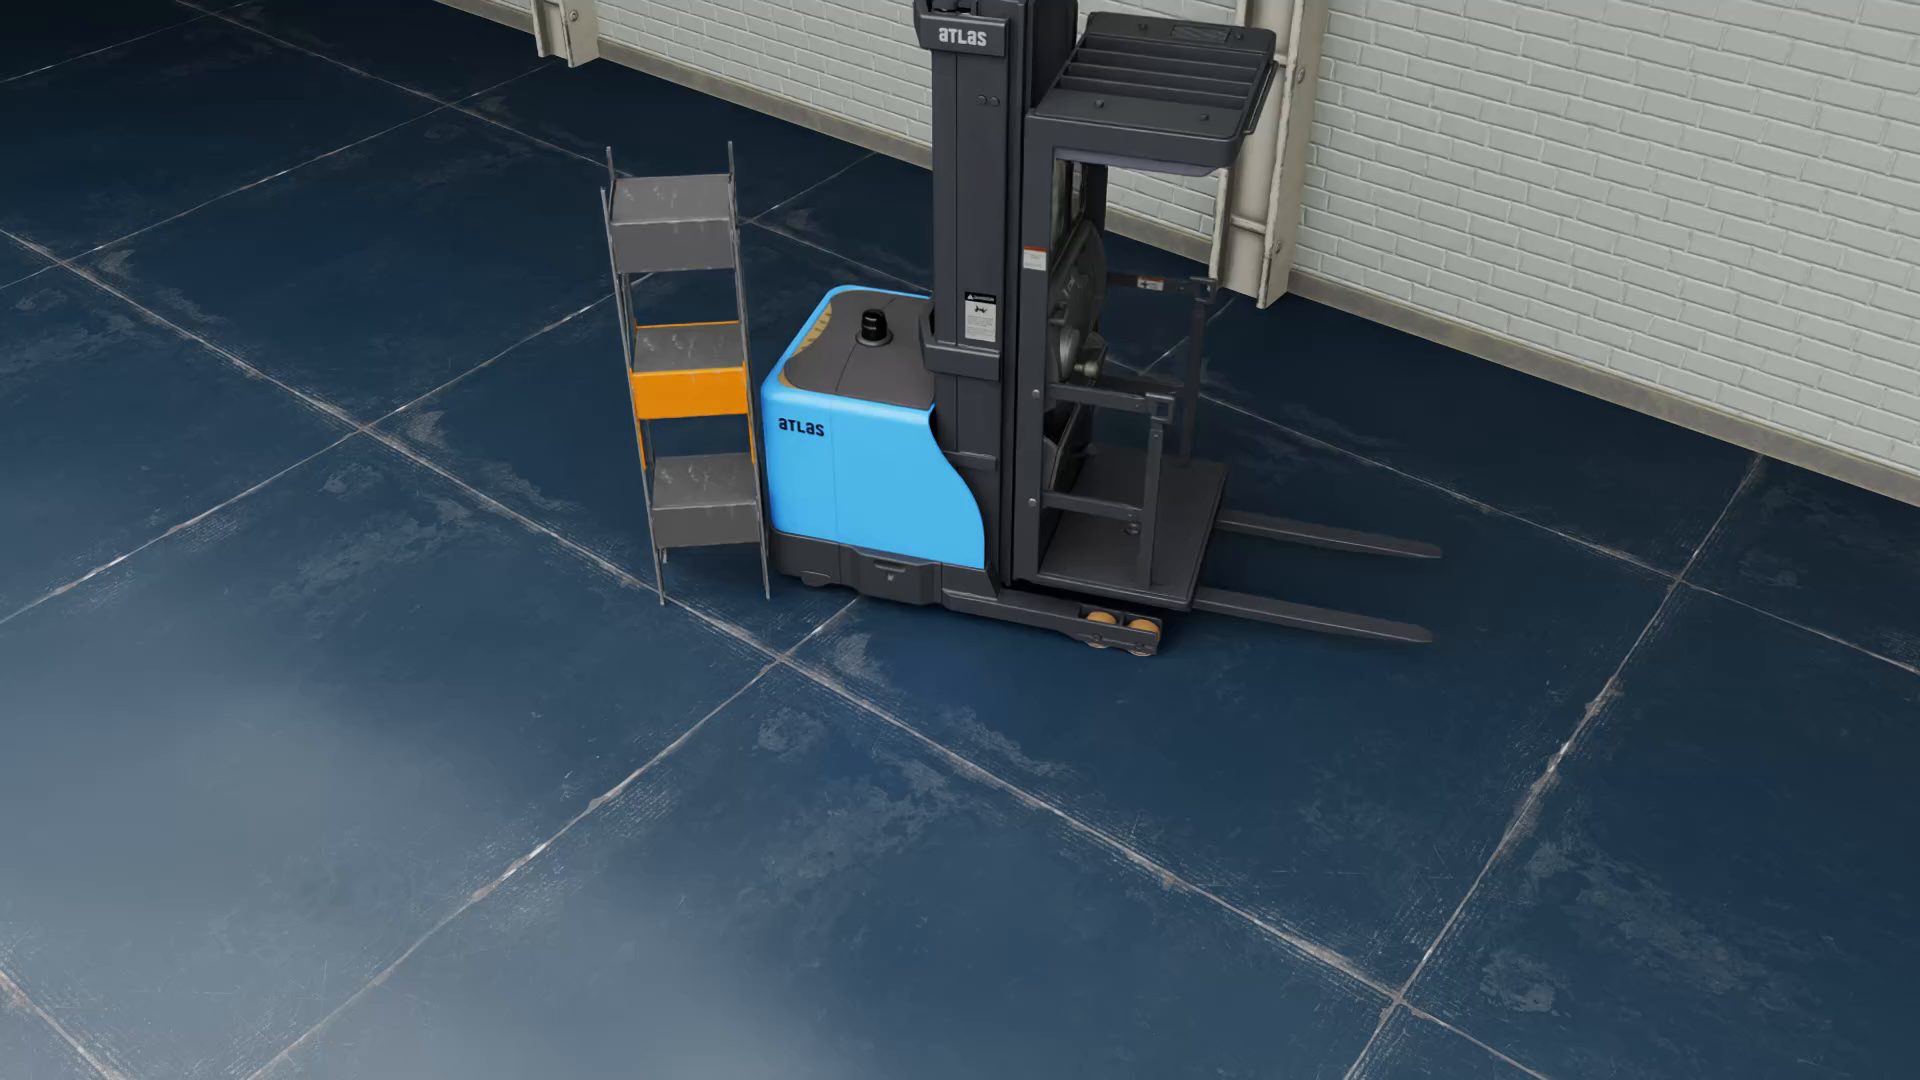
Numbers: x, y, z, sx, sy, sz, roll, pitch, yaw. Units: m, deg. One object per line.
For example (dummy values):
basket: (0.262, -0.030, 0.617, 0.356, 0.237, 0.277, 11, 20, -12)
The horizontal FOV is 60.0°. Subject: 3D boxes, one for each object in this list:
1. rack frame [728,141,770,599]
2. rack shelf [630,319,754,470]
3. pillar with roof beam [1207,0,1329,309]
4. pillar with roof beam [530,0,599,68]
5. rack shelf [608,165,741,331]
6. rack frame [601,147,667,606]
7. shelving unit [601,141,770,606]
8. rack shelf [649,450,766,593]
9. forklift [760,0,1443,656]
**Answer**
rack frame: (-0.917, -0.677, 7.272, 0.015, 2.100, 0.400, -4, 38, -5)
rack shelf: (-1.160, -0.650, 7.260, 0.480, 0.518, 0.431, -4, 38, -5)
pillar with roof beam: (-0.877, -2.951, 4.580, 0.400, 9.000, 9.100, 25, 45, 29)
pillar with roof beam: (-5.643, -5.198, 7.450, 0.400, 9.000, 9.100, 25, 45, 29)
rack shelf: (-1.160, -1.201, 6.828, 0.480, 0.518, 0.431, -4, 38, -5)
rack frame: (-1.403, -0.645, 7.231, 0.015, 2.100, 0.400, -4, 38, -5)
shelving unit: (-1.160, -0.661, 7.251, 0.503, 2.100, 0.431, -4, 38, -5)
rack shelf: (-1.160, -0.099, 7.691, 0.480, 0.518, 0.431, -4, 38, -5)
forklift: (0.686, -1.000, 7.011, 3.031, 2.935, 1.130, 10, 39, 13)
